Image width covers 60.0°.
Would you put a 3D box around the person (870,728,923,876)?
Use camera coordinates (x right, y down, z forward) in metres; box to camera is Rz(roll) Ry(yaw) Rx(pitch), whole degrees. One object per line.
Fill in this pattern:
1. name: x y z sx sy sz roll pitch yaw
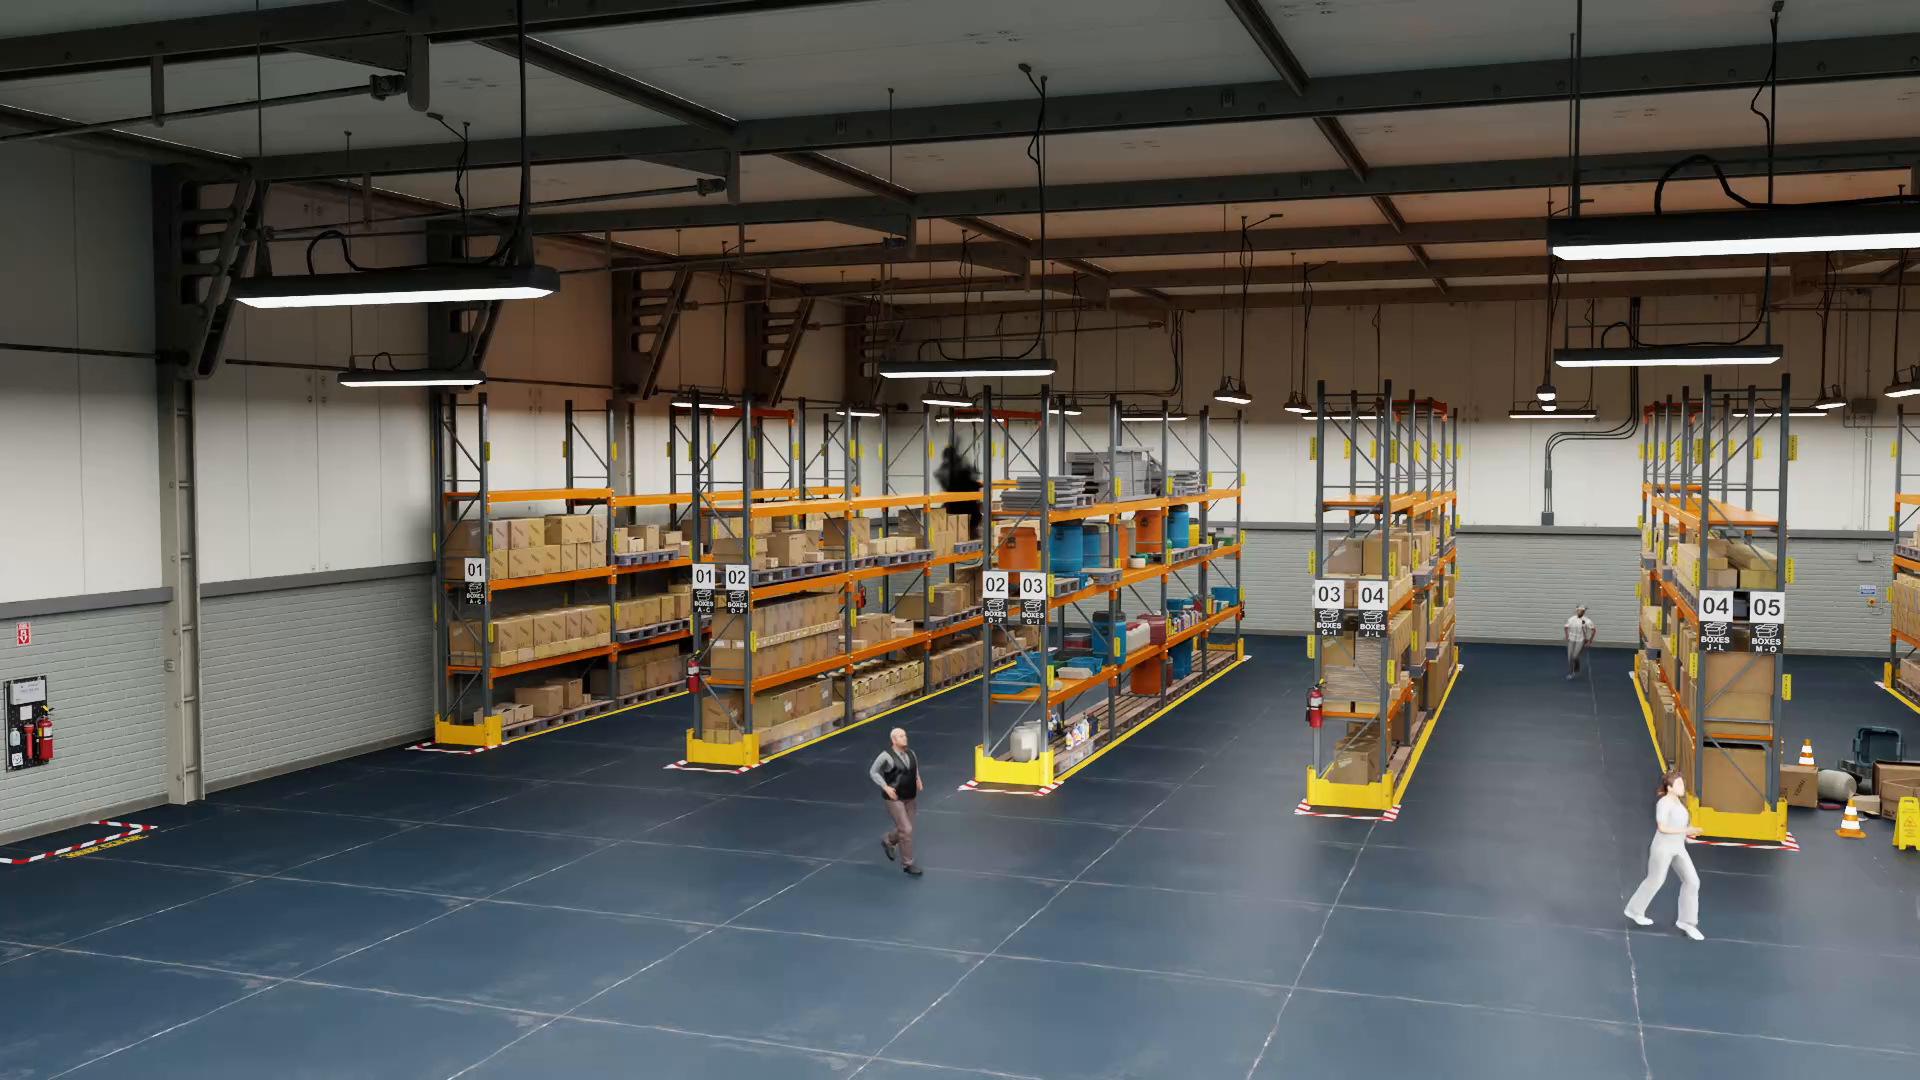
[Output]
1. person: -0.737 3.089 19.792 0.796 1.705 0.667 3 4 45

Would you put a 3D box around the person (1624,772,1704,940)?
1. person: 7.318 3.248 17.231 0.511 1.708 0.825 -2 4 -38

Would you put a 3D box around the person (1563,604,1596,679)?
1. person: 13.553 2.244 36.477 0.650 1.635 0.543 2 4 37
